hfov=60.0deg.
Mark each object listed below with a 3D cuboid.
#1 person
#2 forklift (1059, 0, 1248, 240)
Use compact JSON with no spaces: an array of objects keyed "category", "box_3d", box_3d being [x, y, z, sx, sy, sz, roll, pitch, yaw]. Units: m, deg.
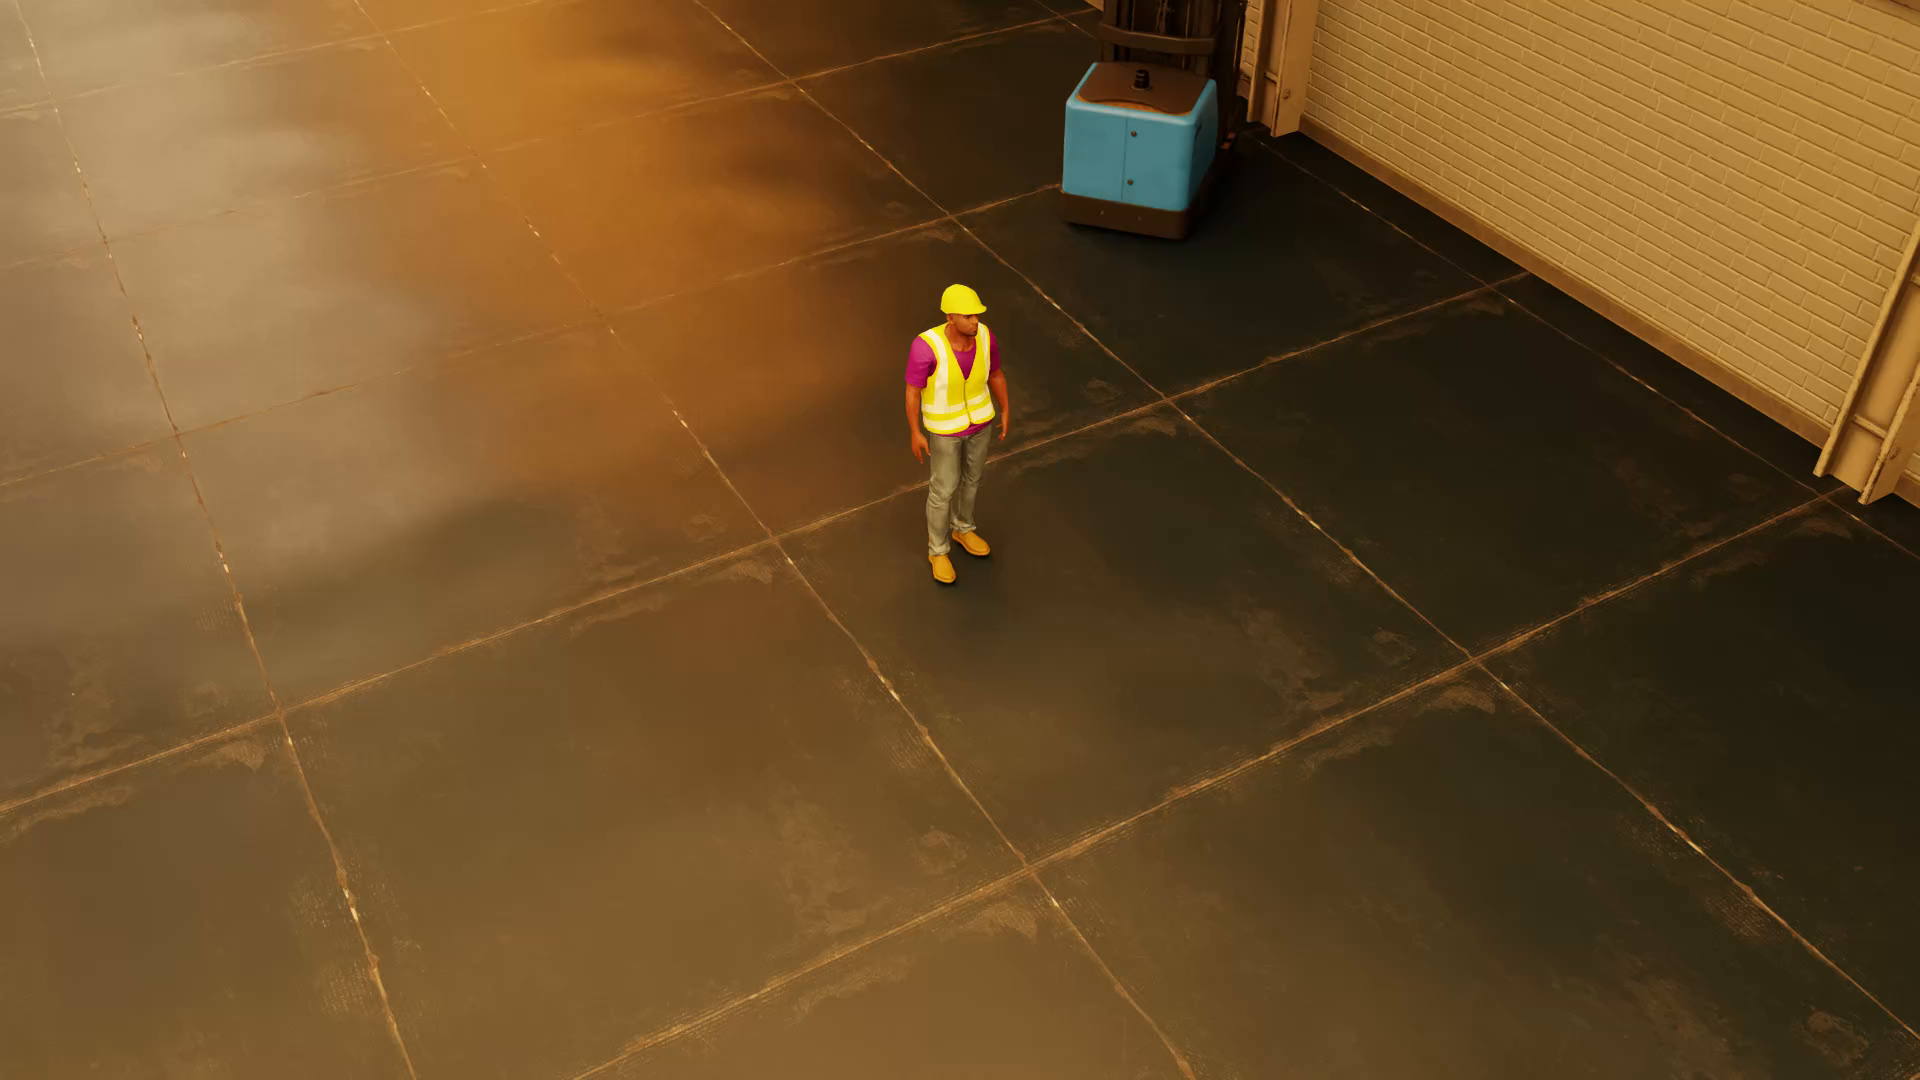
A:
[{"category":"person","box_3d":[0.030,-0.645,9.714,0.665,1.768,0.575,-20,44,-23]},{"category":"forklift","box_3d":[1.765,-4.437,13.386,1.130,2.935,3.031,13,41,15]}]
